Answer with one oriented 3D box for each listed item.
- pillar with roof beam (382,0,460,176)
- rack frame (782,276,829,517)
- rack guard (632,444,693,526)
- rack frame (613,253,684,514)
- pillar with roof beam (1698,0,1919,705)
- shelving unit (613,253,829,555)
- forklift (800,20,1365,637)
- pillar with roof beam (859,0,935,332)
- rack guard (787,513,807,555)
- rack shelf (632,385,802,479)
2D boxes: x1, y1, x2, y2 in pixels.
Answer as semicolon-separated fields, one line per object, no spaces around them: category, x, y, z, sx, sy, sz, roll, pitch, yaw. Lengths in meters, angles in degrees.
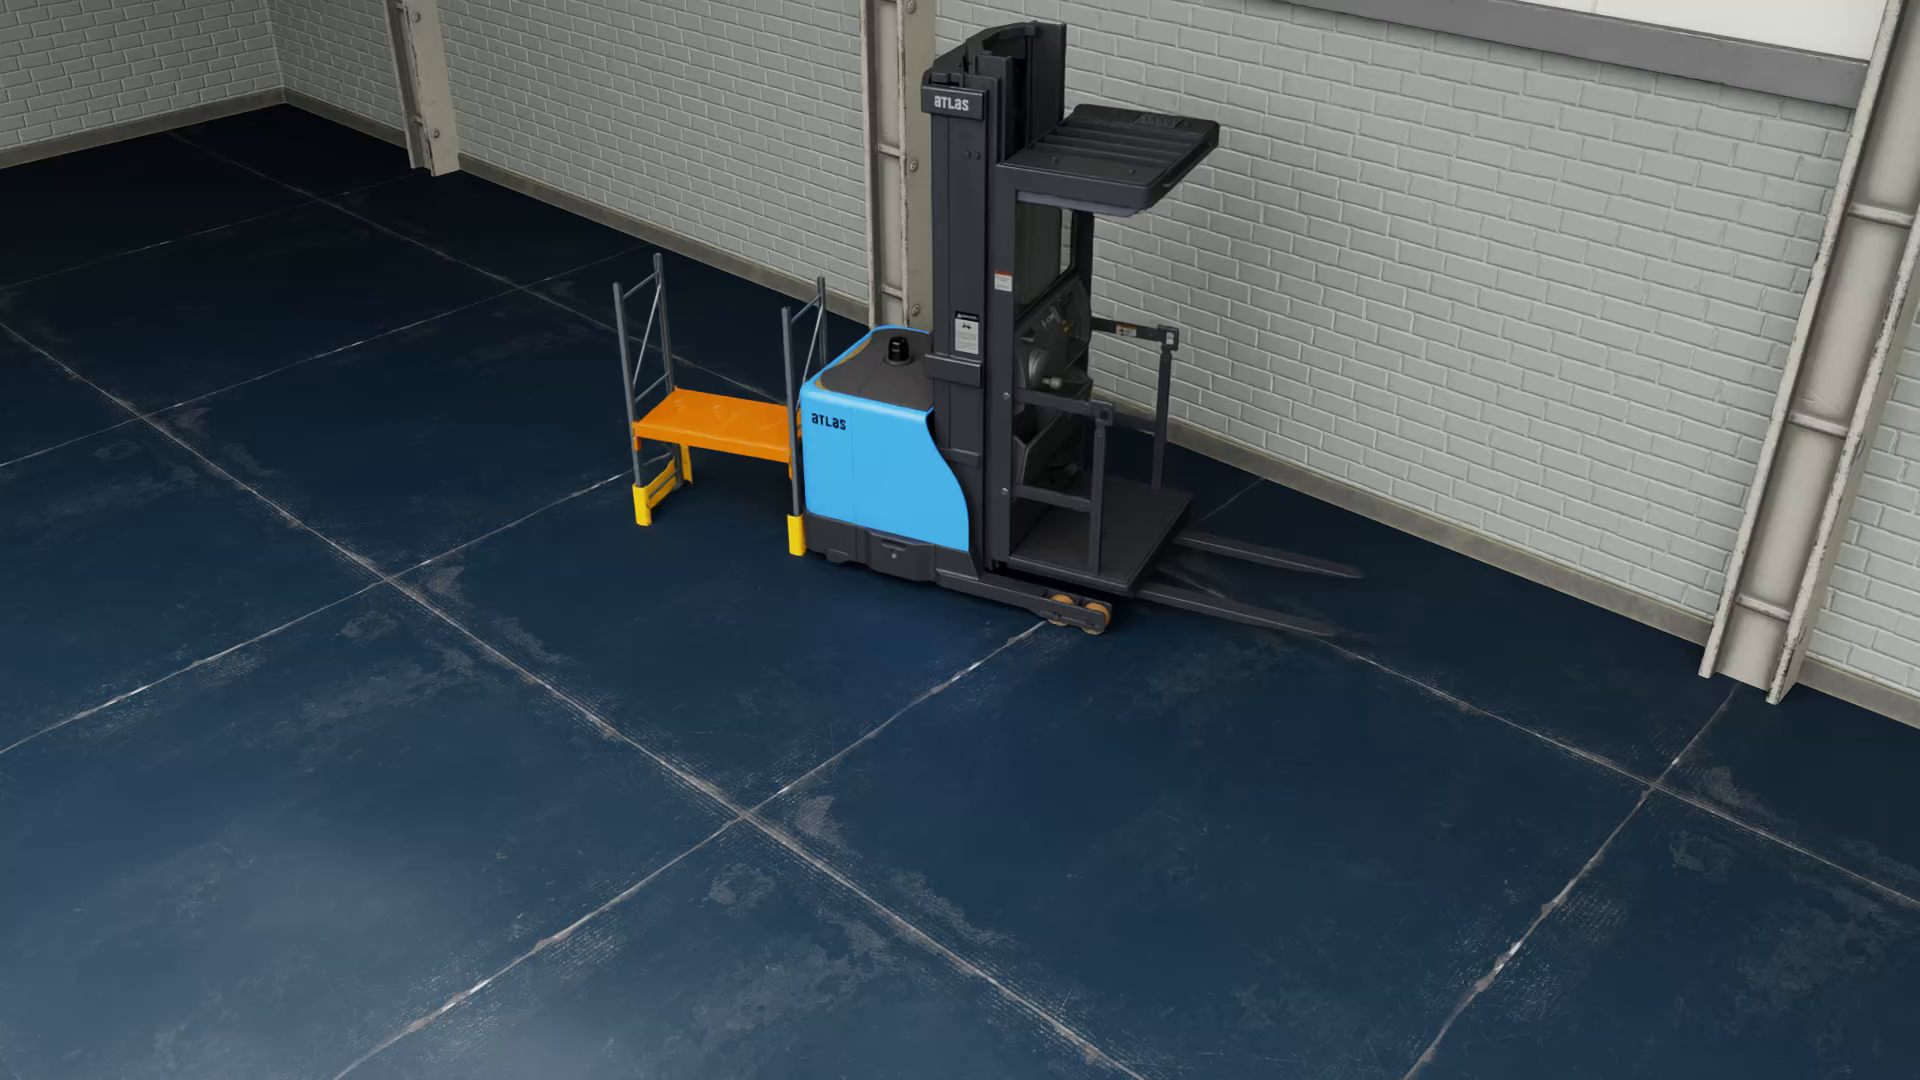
pillar with roof beam;-7.744;-5.662;10.375;0.400;9.000;9.100;25;39;35
rack frame;-0.848;-0.701;9.405;0.032;1.500;0.500;10;33;17
rack guard;-1.787;-0.339;10.016;0.087;0.250;0.587;10;33;17
rack frame;-1.805;-0.878;9.699;0.032;1.500;0.500;10;33;17
pillar with roof beam;1.153;-1.509;3.477;0.400;9.000;9.100;25;39;35
shelving unit;-1.318;-0.788;9.550;1.083;1.500;0.587;10;33;17
forklift;0.672;-1.065;8.621;3.031;2.935;1.130;14;34;21
pillar with roof beam;-3.295;-3.586;6.926;0.400;9.000;9.100;25;39;35
rack guard;-0.849;-0.166;9.728;0.087;0.250;0.587;10;33;17
rack shelf;-1.327;-0.636;9.645;1.000;0.185;0.538;10;33;17
